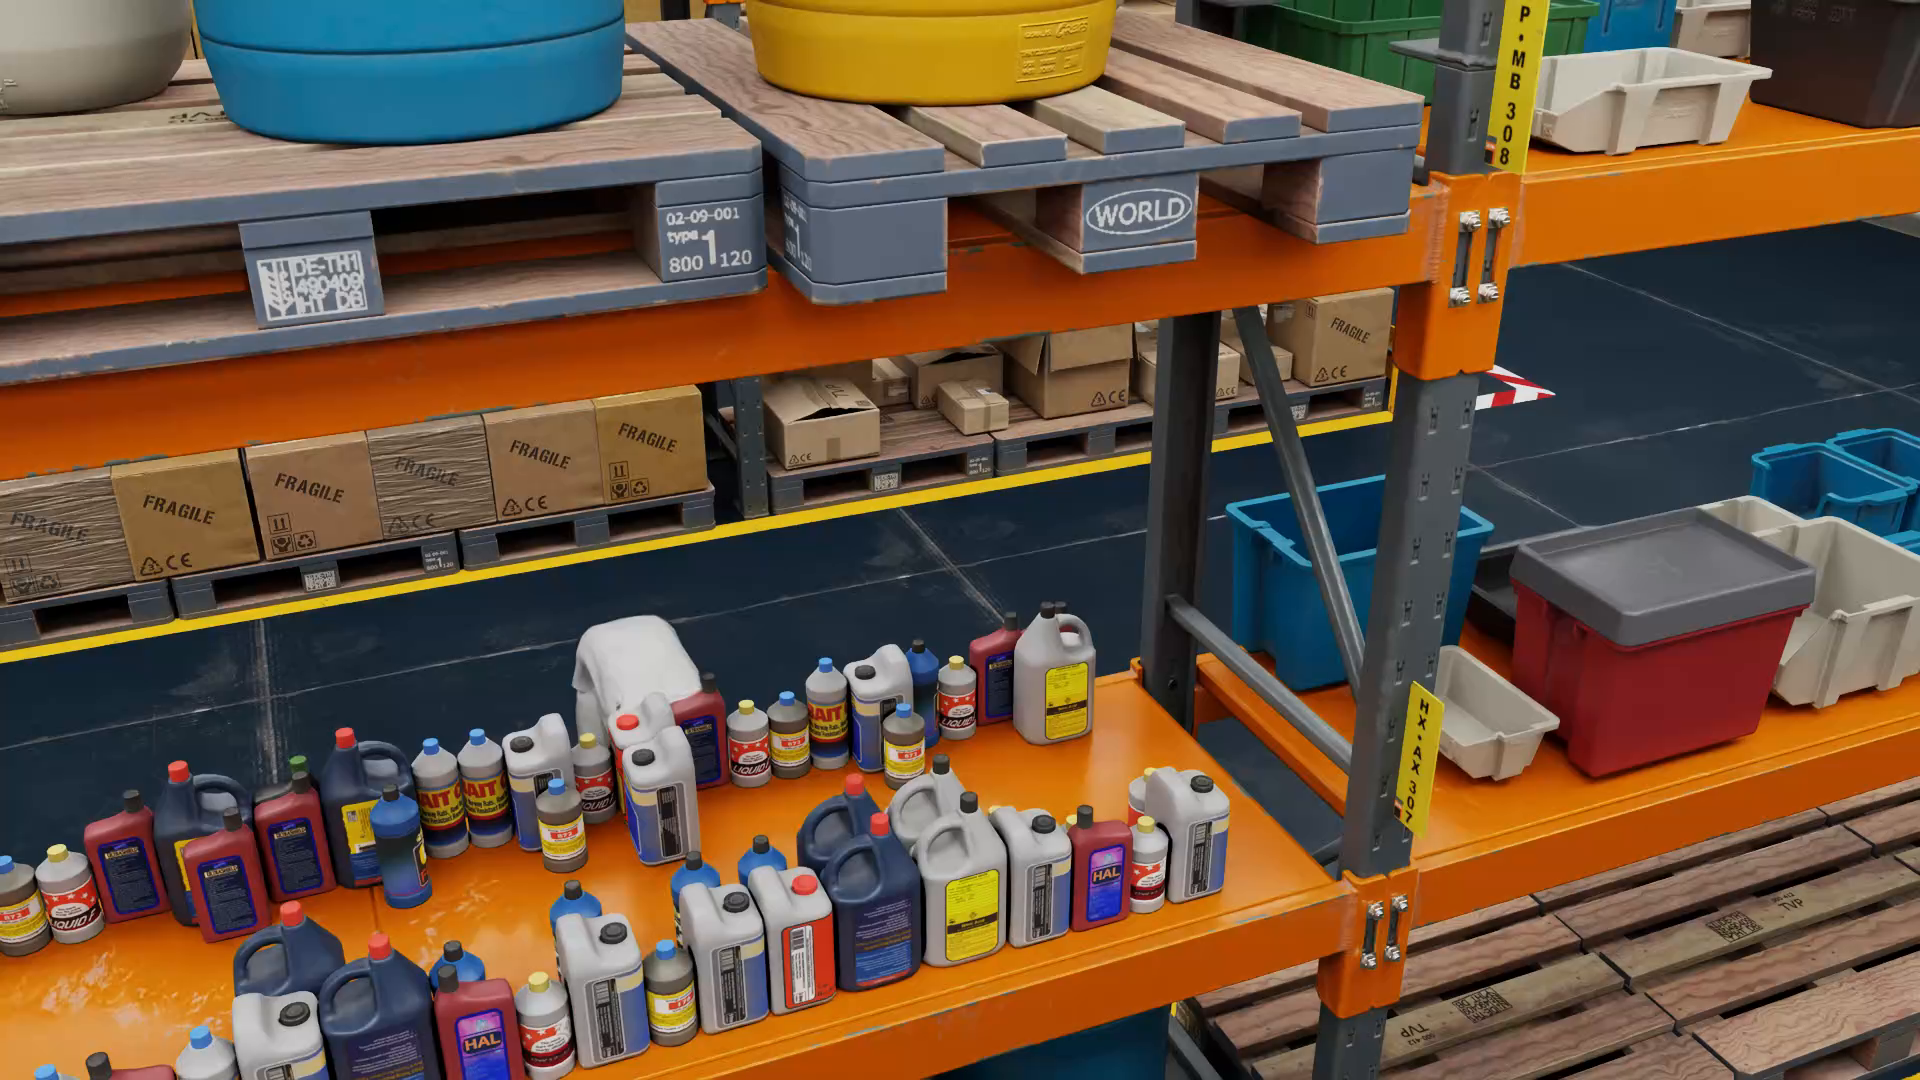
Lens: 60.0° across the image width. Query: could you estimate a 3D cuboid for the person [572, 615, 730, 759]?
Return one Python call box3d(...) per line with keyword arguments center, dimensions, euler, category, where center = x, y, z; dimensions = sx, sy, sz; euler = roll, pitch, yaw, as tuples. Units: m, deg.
box3d(center=(-0.934, 0.803, 5.241), dimensions=(0.446, 0.998, 0.866), euler=(-12, 28, -23), category="person")
